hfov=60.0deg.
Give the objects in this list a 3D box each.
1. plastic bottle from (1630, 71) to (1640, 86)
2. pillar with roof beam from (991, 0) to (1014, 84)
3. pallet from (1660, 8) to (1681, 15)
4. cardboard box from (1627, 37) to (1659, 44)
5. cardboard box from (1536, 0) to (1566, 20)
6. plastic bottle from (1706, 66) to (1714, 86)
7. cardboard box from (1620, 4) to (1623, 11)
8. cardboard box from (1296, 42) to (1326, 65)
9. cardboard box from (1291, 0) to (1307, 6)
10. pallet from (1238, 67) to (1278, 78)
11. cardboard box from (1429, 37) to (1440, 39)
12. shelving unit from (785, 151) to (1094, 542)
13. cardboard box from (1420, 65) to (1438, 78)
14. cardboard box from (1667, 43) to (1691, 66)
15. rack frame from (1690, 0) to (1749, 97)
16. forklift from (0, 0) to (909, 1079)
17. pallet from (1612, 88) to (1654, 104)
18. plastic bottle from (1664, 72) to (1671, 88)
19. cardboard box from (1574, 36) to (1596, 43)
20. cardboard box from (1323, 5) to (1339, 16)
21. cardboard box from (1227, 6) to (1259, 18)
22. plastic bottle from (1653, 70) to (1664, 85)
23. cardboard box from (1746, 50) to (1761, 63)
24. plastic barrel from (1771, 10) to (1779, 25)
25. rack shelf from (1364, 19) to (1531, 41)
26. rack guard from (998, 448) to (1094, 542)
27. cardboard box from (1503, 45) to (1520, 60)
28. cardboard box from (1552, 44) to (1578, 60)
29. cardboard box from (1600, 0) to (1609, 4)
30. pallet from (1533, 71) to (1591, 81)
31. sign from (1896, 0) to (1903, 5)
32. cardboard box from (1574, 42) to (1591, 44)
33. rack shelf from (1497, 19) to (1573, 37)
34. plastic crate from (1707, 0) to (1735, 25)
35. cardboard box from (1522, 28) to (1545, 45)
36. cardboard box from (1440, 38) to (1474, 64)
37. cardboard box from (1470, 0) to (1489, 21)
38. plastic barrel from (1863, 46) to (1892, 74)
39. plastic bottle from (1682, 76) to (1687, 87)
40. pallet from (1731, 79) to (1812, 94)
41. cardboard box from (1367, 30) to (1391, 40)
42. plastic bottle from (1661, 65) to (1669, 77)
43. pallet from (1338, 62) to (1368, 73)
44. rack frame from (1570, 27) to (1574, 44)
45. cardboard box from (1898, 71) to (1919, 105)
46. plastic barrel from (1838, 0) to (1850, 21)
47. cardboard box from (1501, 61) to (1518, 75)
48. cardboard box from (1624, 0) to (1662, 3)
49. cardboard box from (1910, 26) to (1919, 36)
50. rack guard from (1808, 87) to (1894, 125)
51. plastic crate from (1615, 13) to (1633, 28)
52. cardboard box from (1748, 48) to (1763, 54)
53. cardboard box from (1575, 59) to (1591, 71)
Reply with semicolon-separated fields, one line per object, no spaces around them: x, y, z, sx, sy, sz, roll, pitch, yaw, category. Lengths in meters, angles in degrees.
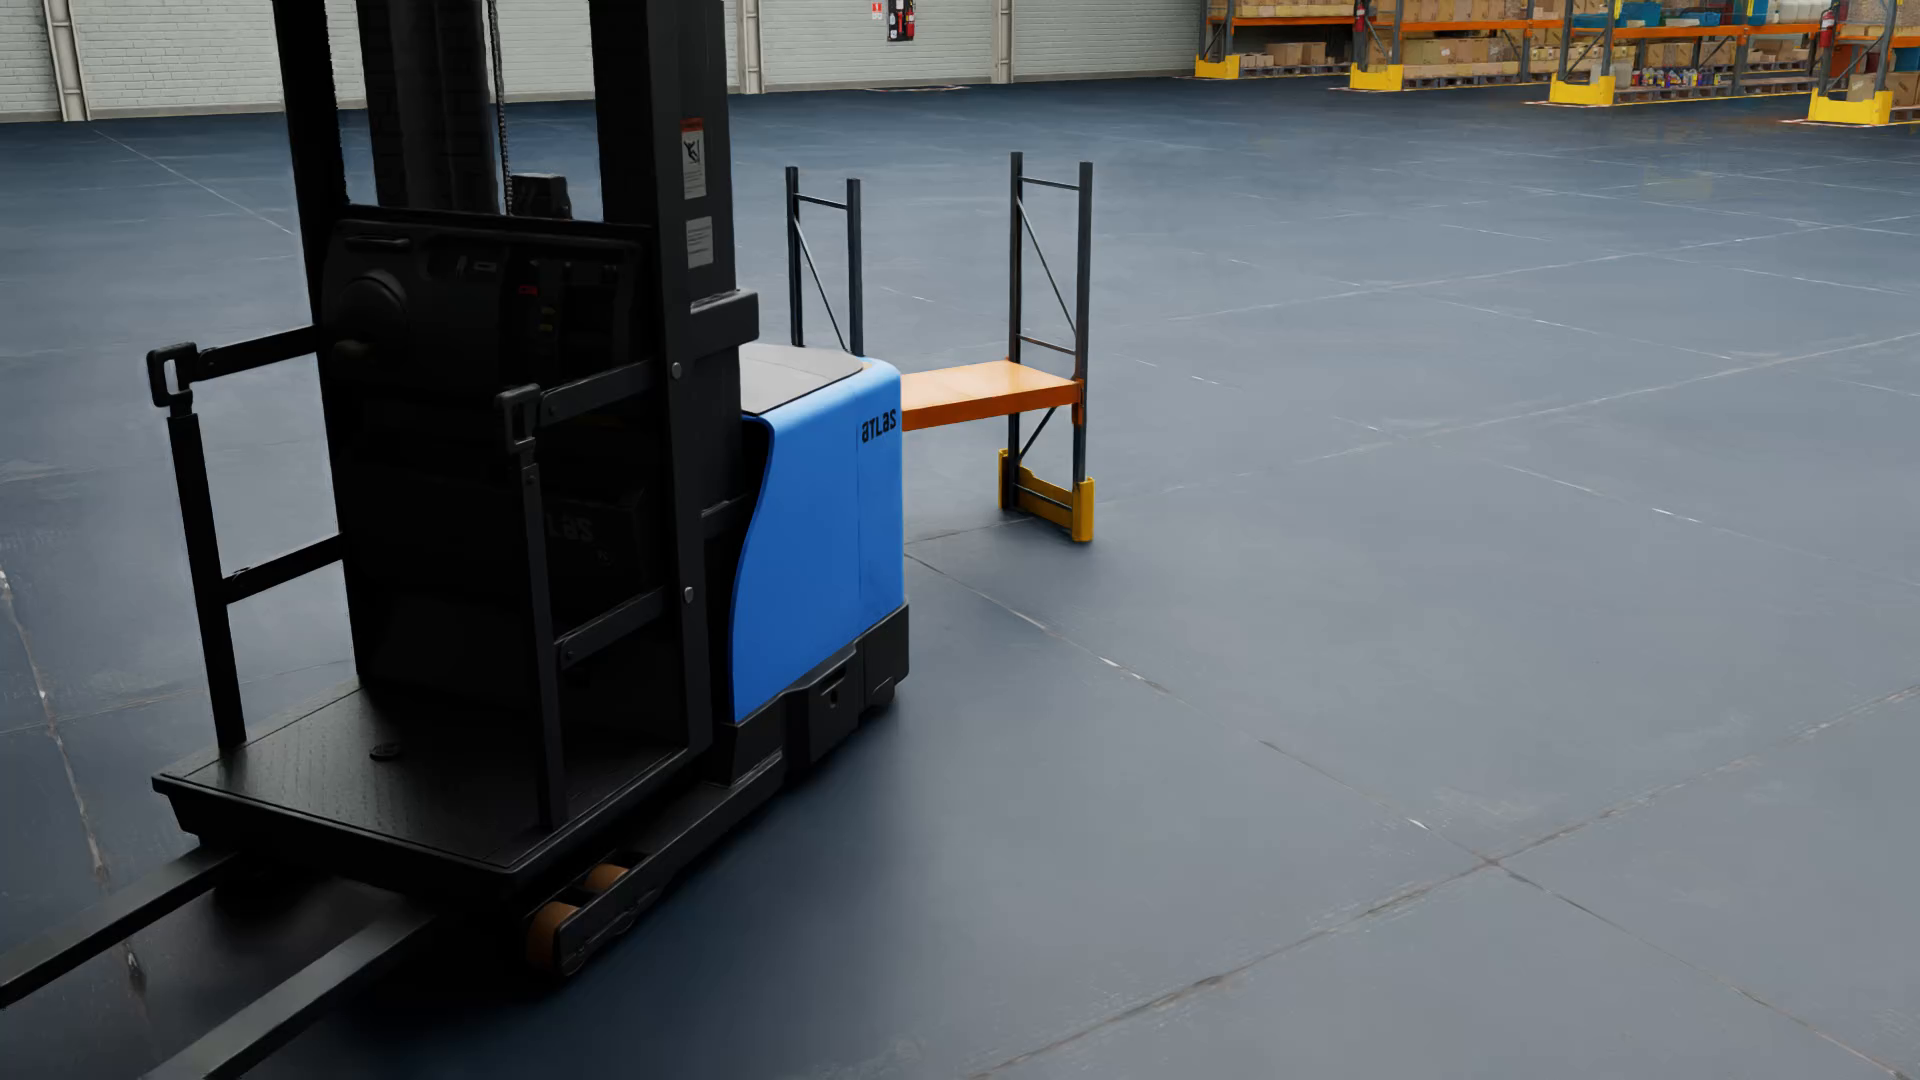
12.775;-8.747;31.500;0.135;0.276;0.152;-12;22;-31;plastic bottle
3.274;-12.989;31.115;0.400;9.000;9.100;-12;22;-31;pillar with roof beam
15.745;-12.133;38.249;1.003;0.211;1.213;-12;22;-31;pallet
15.914;-11.704;38.725;0.500;0.250;0.500;-11;22;-29;cardboard box
12.967;-11.652;36.371;0.500;0.500;0.500;-10;21;-28;cardboard box
14.218;-8.818;31.595;0.185;0.351;0.144;-13;22;-33;plastic bottle
14.889;-11.991;37.669;0.500;0.311;0.500;-10;21;-28;cardboard box
8.304;-11.536;39.400;0.500;0.500;0.500;-14;23;-35;cardboard box
7.650;-12.566;38.263;0.500;0.500;0.500;-11;22;-30;cardboard box
6.570;-10.827;38.440;1.213;0.211;1.003;-12;22;-31;pallet
10.065;-10.370;35.201;0.500;0.500;0.500;-12;22;-31;cardboard box
-0.064;-0.697;6.465;1.083;1.500;0.587;-12;22;-31;shelving unit
9.521;-9.697;34.381;0.500;0.250;0.500;-12;22;-31;cardboard box
16.610;-11.294;38.685;0.500;0.500;0.500;-12;22;-32;cardboard box
14.597;-10.055;31.805;0.127;3.000;1.000;-12;22;-31;rack frame
-1.244;-0.551;3.797;1.130;2.935;3.031;9;20;24;forklift
11.976;-8.197;30.663;1.213;0.211;1.003;-12;22;-31;pallet
13.142;-8.543;30.887;0.133;0.283;0.061;-11;22;-31;plastic bottle
16.511;-13.234;44.453;0.500;0.500;0.700;-12;22;-31;cardboard box
8.499;-12.394;38.924;0.500;0.250;0.500;-12;22;-31;cardboard box
6.390;-11.940;37.583;0.500;0.250;0.500;-13;22;-33;cardboard box
13.285;-8.799;31.654;0.135;0.276;0.152;-12;22;-31;plastic bottle
19.027;-11.741;40.301;0.500;0.311;0.500;-12;22;-31;cardboard box
15.787;-10.182;32.395;0.301;0.262;0.301;0;19;0;plastic barrel
10.206;-10.688;34.799;4.000;0.370;1.077;-12;22;-31;rack shelf
0.352;-0.193;6.925;0.087;0.250;0.587;-12;22;-31;rack guard
12.057;-10.691;36.447;0.500;0.311;0.500;-12;22;-31;cardboard box
13.211;-10.727;36.554;0.500;0.311;0.500;-13;22;-33;cardboard box
16.905;-14.475;44.409;0.700;0.700;0.980;-13;22;-33;cardboard box
13.490;-10.416;37.226;1.213;0.211;1.003;-12;22;-31;pallet
14.279;-8.291;25.234;0.005;0.325;0.100;-12;22;-31;sign
14.184;-11.139;37.772;0.500;0.311;0.500;-13;22;-33;cardboard box
13.547;-11.392;36.883;4.000;0.370;1.077;-12;22;-31;rack shelf
14.834;-10.253;32.289;0.583;0.464;0.402;-12;22;-31;plastic crate
14.618;-12.988;43.181;0.750;0.750;0.750;-11;22;-30;cardboard box
10.360;-10.226;34.777;0.500;0.500;0.500;-12;22;-31;cardboard box
10.651;-11.167;34.935;0.500;0.500;0.700;-12;22;-31;cardboard box
19.281;-10.106;35.064;0.708;0.588;0.600;-12;22;-31;plastic barrel
13.567;-8.601;31.186;0.097;0.201;0.097;0;19;0;plastic bottle
16.252;-9.099;33.330;1.213;0.211;1.003;-12;22;-31;pallet
10.120;-12.297;40.481;0.500;0.250;0.500;-12;22;-33;cardboard box
13.537;-8.945;31.968;0.185;0.351;0.144;-13;23;-34;plastic bottle
9.798;-11.522;40.496;1.213;0.211;1.003;-12;22;-31;pallet
15.830;-14.114;43.811;0.127;3.000;1.000;-12;22;-31;rack frame
15.525;-7.366;27.097;0.500;0.500;0.500;-10;21;-26;cardboard box
17.717;-10.662;33.385;0.708;0.536;0.600;-12;22;-31;plastic barrel
11.609;-10.137;35.684;0.500;0.250;0.500;-12;22;-31;cardboard box
15.681;-12.473;38.144;0.700;0.500;0.500;14;23;35;cardboard box
14.786;-7.972;26.035;0.250;0.149;0.380;-12;22;-31;cardboard box
14.044;-6.855;26.242;0.348;0.500;1.175;-12;22;-31;rack guard
12.056;-9.561;30.576;0.408;0.251;0.499;-12;22;-31;plastic crate
19.504;-12.033;41.166;0.500;0.311;0.500;-12;22;-31;cardboard box
13.634;-10.553;36.914;0.500;0.250;0.500;-11;22;-30;cardboard box
